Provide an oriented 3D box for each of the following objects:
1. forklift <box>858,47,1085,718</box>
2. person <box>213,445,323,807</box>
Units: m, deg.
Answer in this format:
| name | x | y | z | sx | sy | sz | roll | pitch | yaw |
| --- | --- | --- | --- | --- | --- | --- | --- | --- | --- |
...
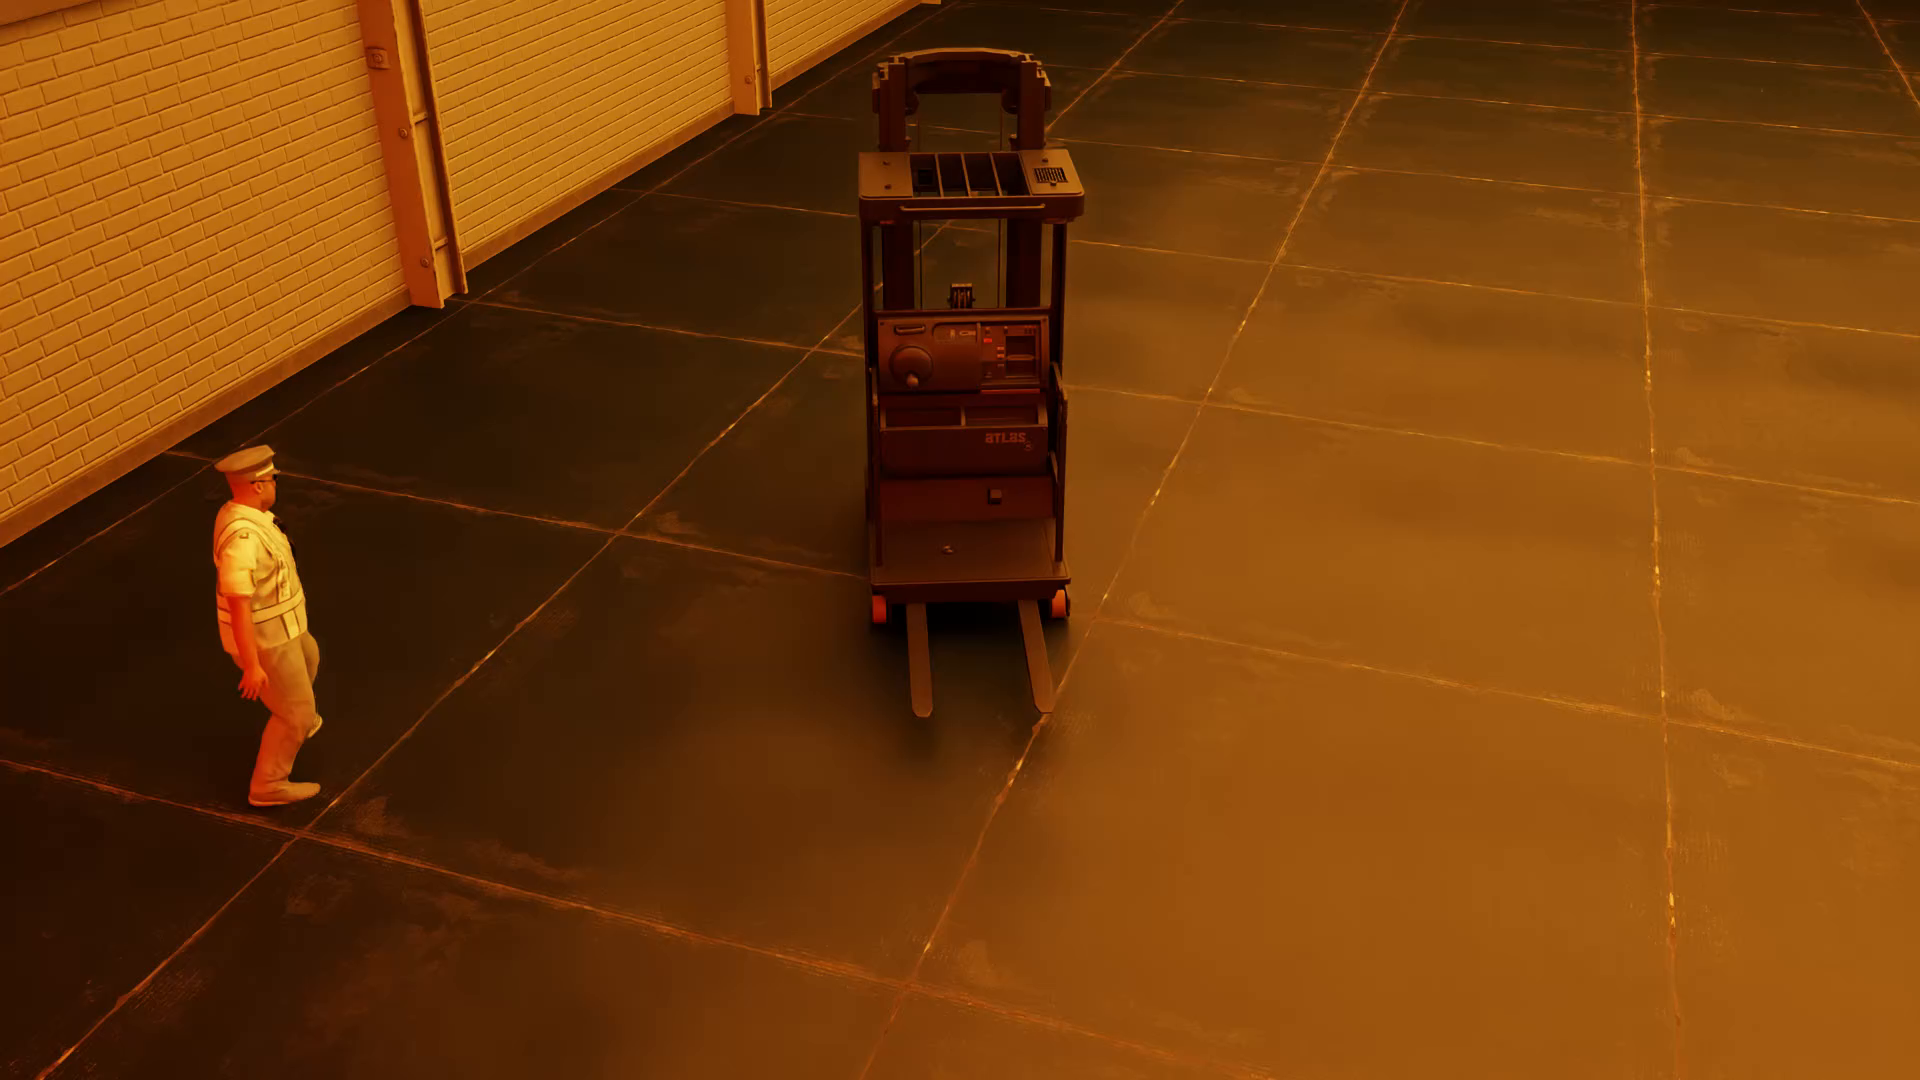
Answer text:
| name | x | y | z | sx | sy | sz | roll | pitch | yaw |
| --- | --- | --- | --- | --- | --- | --- | --- | --- | --- |
| forklift | 0.035 | -0.972 | 8.842 | 1.130 | 2.935 | 3.031 | -2 | 30 | -3 |
| person | -3.220 | 0.417 | 7.679 | 0.440 | 1.724 | 0.891 | -11 | 31 | -18 |
